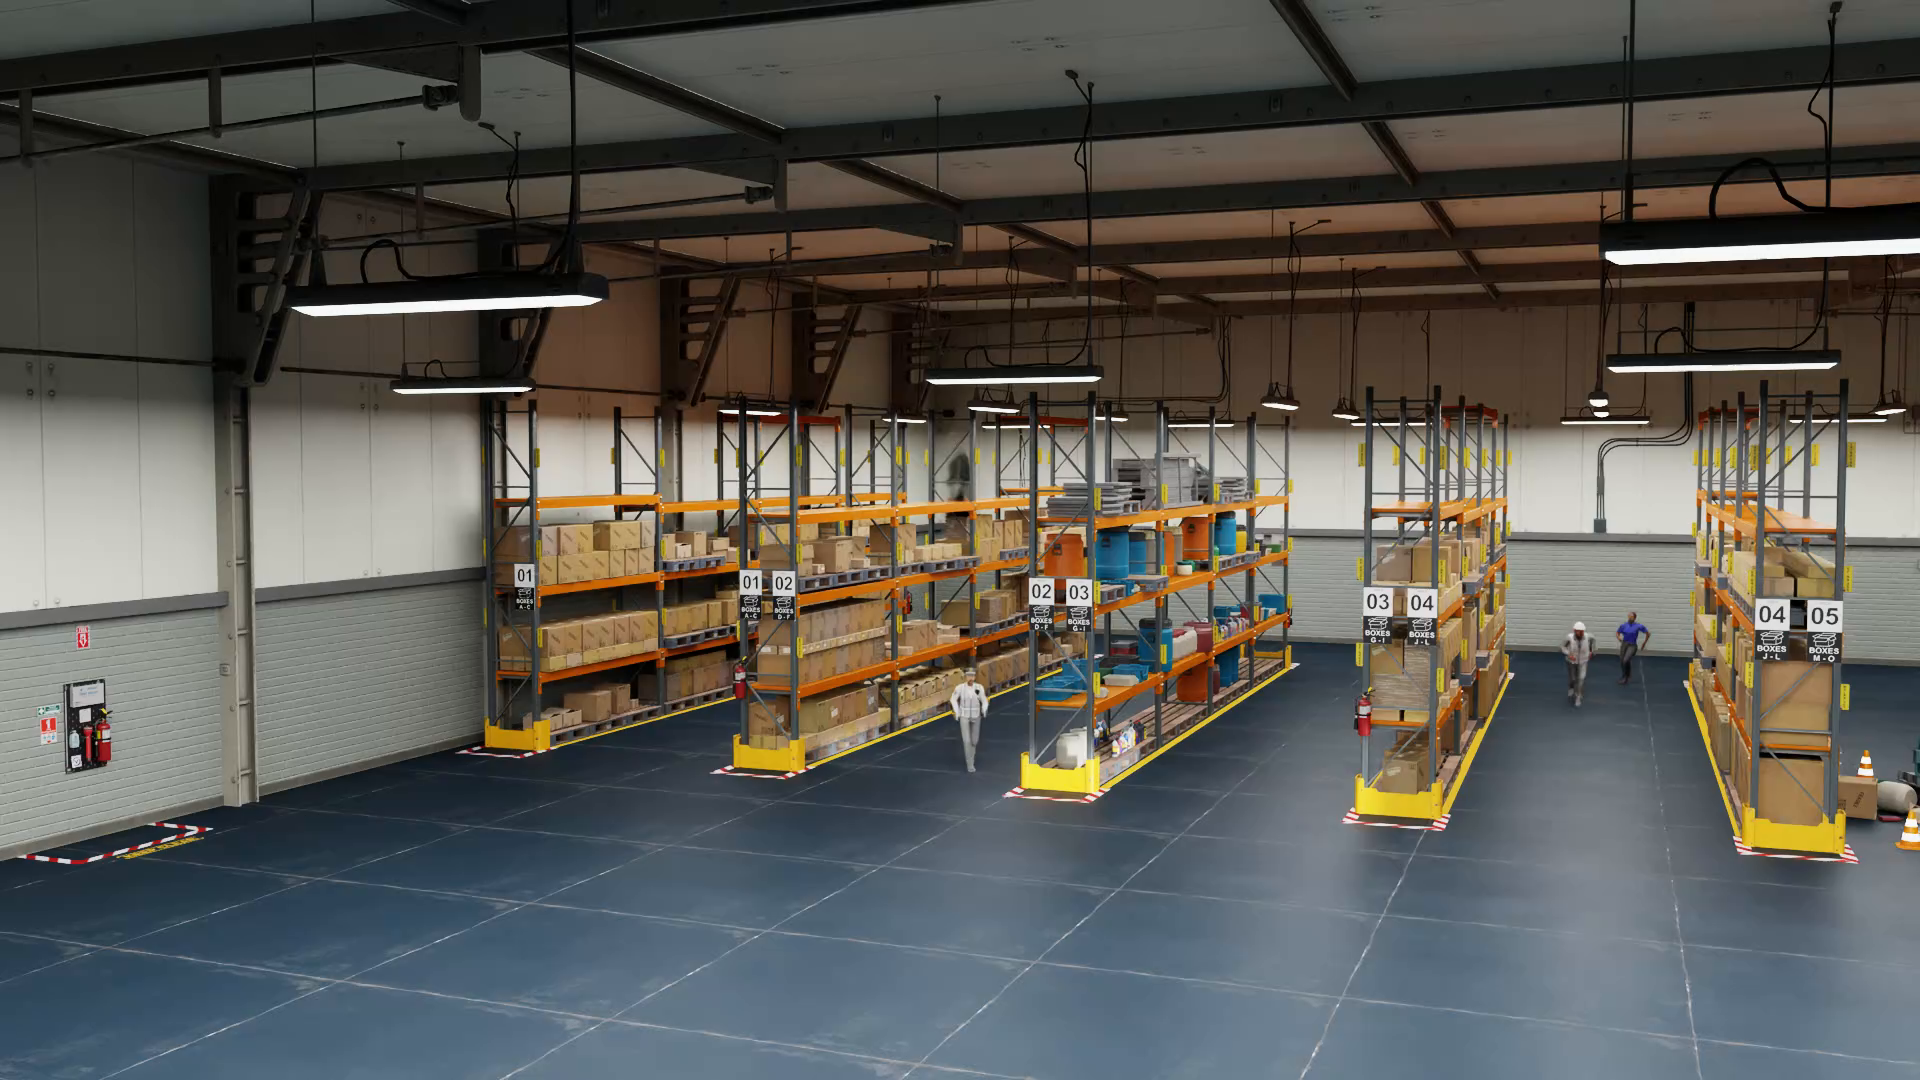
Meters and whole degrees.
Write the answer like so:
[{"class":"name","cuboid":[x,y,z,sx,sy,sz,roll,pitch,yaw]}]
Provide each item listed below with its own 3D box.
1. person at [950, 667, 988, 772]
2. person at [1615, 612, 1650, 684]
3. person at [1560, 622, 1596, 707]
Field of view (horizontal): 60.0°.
[{"class":"person","cuboid":[0.148,2.859,26.845,0.603,1.668,0.785,0,3,-6]},{"class":"person","cuboid":[14.798,2.386,36.692,0.641,1.614,0.661,-3,4,-42]},{"class":"person","cuboid":[12.577,2.503,33.899,0.697,1.731,1.015,0,3,9]}]
